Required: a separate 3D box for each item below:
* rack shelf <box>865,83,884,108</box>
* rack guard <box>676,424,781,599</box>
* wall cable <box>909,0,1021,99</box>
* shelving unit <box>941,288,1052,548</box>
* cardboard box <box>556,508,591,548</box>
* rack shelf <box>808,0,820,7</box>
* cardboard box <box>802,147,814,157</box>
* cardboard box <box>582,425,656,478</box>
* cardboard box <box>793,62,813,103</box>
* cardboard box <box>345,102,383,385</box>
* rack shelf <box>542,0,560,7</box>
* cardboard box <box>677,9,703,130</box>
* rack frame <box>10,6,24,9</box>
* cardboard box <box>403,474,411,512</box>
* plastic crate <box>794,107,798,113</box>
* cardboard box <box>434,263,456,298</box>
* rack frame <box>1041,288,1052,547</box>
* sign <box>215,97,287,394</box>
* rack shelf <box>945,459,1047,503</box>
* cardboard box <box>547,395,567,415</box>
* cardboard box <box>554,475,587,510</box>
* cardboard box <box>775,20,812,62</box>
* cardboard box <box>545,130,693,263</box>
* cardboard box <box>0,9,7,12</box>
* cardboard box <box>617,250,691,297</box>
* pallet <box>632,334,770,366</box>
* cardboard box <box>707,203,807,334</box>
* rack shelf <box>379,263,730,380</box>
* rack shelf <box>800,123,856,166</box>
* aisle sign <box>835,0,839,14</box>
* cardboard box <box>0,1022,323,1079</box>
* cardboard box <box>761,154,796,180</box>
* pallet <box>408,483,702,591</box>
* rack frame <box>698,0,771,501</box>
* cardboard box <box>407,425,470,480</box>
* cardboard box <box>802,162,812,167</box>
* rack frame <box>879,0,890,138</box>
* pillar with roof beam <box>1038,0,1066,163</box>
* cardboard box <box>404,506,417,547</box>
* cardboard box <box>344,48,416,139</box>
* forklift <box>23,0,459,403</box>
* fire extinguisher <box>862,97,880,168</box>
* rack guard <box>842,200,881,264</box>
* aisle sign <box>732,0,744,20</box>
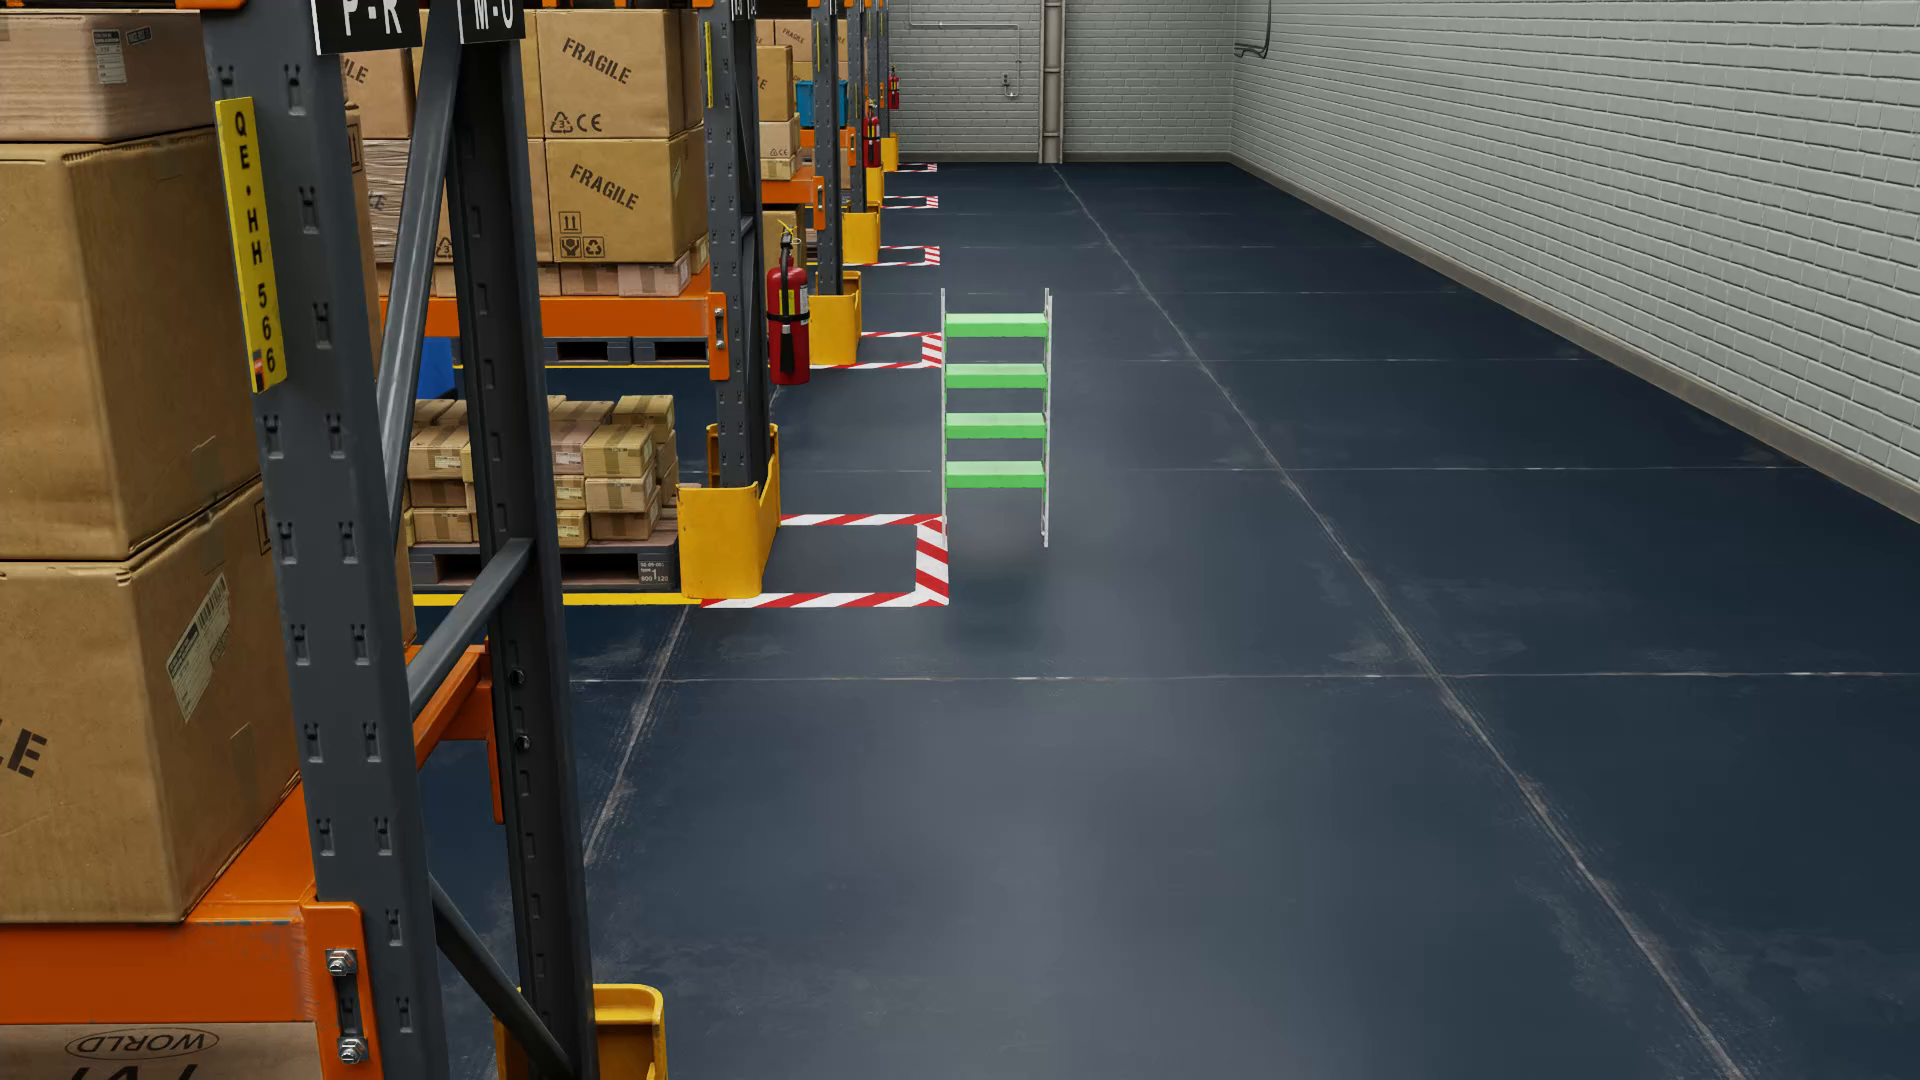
[{"bbox_3d":[-3.193,-7.051,26.296,4.000,0.370,1.077,0,18,-1],"label":"rack shelf"},{"bbox_3d":[-1.058,-0.159,7.725,0.348,0.500,1.175,0,18,-1],"label":"rack guard"},{"bbox_3d":[0.072,-8.182,26.981,1.851,1.984,0.084,0,18,-1],"label":"wall cable"},{"bbox_3d":[0.166,-0.572,7.867,0.503,1.200,0.258,0,18,-1],"label":"shelving unit"},{"bbox_3d":[-1.760,-0.094,7.409,0.250,0.149,0.380,0,18,1],"label":"cardboard box"},{"bbox_3d":[-2.959,-3.941,11.690,4.000,0.370,1.077,0,18,-1],"label":"rack shelf"},{"bbox_3d":[-2.392,-6.377,26.420,0.500,0.500,0.700,0,18,-1],"label":"cardboard box"},{"bbox_3d":[-1.507,-0.395,7.375,0.250,0.149,0.380,0,18,0],"label":"cardboard box"},{"bbox_3d":[-2.074,-5.849,21.208,0.500,0.500,0.500,0,18,0],"label":"cardboard box"},{"bbox_3d":[-1.287,-0.447,2.729,0.500,0.500,0.500,-1,18,-2],"label":"cardboard box"},{"bbox_3d":[-7.111,-6.947,21.061,4.000,0.370,1.077,0,18,-1],"label":"rack shelf"},{"bbox_3d":[-1.435,-2.094,7.377,0.500,0.500,0.500,0,18,-1],"label":"cardboard box"},{"bbox_3d":[-9.036,-4.339,16.663,0.127,3.000,1.000,0,18,-1],"label":"rack frame"},{"bbox_3d":[-2.542,-0.235,7.361,0.250,0.149,0.380,0,18,0],"label":"cardboard box"},{"bbox_3d":[-1.611,-4.404,17.199,0.298,0.136,0.250,0,18,-1],"label":"plastic crate"},{"bbox_3d":[-2.058,-1.138,7.096,0.250,0.149,0.380,0,18,1],"label":"cardboard box"},{"bbox_3d":[0.410,-0.573,7.870,0.015,1.200,0.240,0,18,-1],"label":"rack frame"},{"bbox_3d":[-0.808,-0.337,1.903,0.005,0.325,0.100,0,18,-1],"label":"sign"},{"bbox_3d":[0.166,-0.283,7.960,0.480,0.148,0.258,0,18,-1],"label":"rack shelf"},{"bbox_3d":[-2.039,-0.577,7.940,0.250,0.149,0.380,0,18,-1],"label":"cardboard box"},{"bbox_3d":[-1.767,-0.259,7.438,0.250,0.149,0.380,-1,18,-2],"label":"cardboard box"},{"bbox_3d":[-2.057,-6.325,21.055,0.500,0.500,0.500,0,18,1],"label":"cardboard box"},{"bbox_3d":[-1.427,-1.458,7.032,0.500,0.500,0.500,0,18,0],"label":"cardboard box"},{"bbox_3d":[-4.008,-1.931,6.868,0.500,0.500,0.500,-1,18,-3],"label":"cardboard box"},{"bbox_3d":[-1.303,-1.142,7.109,0.250,0.149,0.380,0,18,-1],"label":"cardboard box"},{"bbox_3d":[-1.757,-1.509,12.408,1.213,0.211,1.003,0,18,-1],"label":"pallet"},{"bbox_3d":[-1.598,-2.026,12.243,0.875,0.875,0.875,0,18,-1],"label":"cardboard box"},{"bbox_3d":[-2.981,-0.997,7.424,4.000,0.370,1.077,0,18,-1],"label":"rack shelf"},{"bbox_3d":[-3.037,-4.026,16.864,4.000,0.370,1.077,0,18,-1],"label":"rack shelf"},{"bbox_3d":[-0.892,-4.195,11.958,0.004,0.787,0.394,0,18,-1],"label":"aisle sign"},{"bbox_3d":[-1.461,1.215,2.855,0.875,0.438,0.875,-1,18,-3],"label":"cardboard box"},{"bbox_3d":[-1.310,-2.643,11.788,0.250,0.149,0.380,0,18,0],"label":"cardboard box"},{"bbox_3d":[-1.871,-0.028,7.790,1.213,0.211,1.003,0,18,-1],"label":"pallet"},{"bbox_3d":[-0.982,-1.350,7.344,0.127,3.000,1.000,0,18,-1],"label":"rack frame"},{"bbox_3d":[-2.276,-0.390,7.358,0.250,0.149,0.380,-1,18,-3],"label":"cardboard box"},{"bbox_3d":[-2.160,-4.872,22.107,0.500,0.250,0.500,0,18,-1],"label":"cardboard box"},{"bbox_3d":[-1.194,-7.404,26.216,0.127,3.000,1.000,0,18,-1],"label":"rack frame"},{"bbox_3d":[1.560,-9.223,22.065,0.400,9.000,9.100,0,18,-1],"label":"pillar with roof beam"},{"bbox_3d":[-2.527,-0.093,7.407,0.250,0.149,0.380,-1,18,-3],"label":"cardboard box"},{"bbox_3d":[-2.462,-1.929,6.863,0.500,0.500,0.500,1,18,2],"label":"cardboard box"},{"bbox_3d":[-3.672,-1.593,8.214,1.130,2.935,3.031,2,18,7],"label":"forklift"},{"bbox_3d":[-0.879,-4.025,16.422,0.183,0.674,0.296,0,18,-1],"label":"fire extinguisher"},{"bbox_3d":[-1.013,-3.192,17.178,0.348,0.500,1.175,0,18,-1],"label":"rack guard"},{"bbox_3d":[-0.904,-2.496,6.663,0.004,0.787,0.394,0,18,-1],"label":"aisle sign"}]
